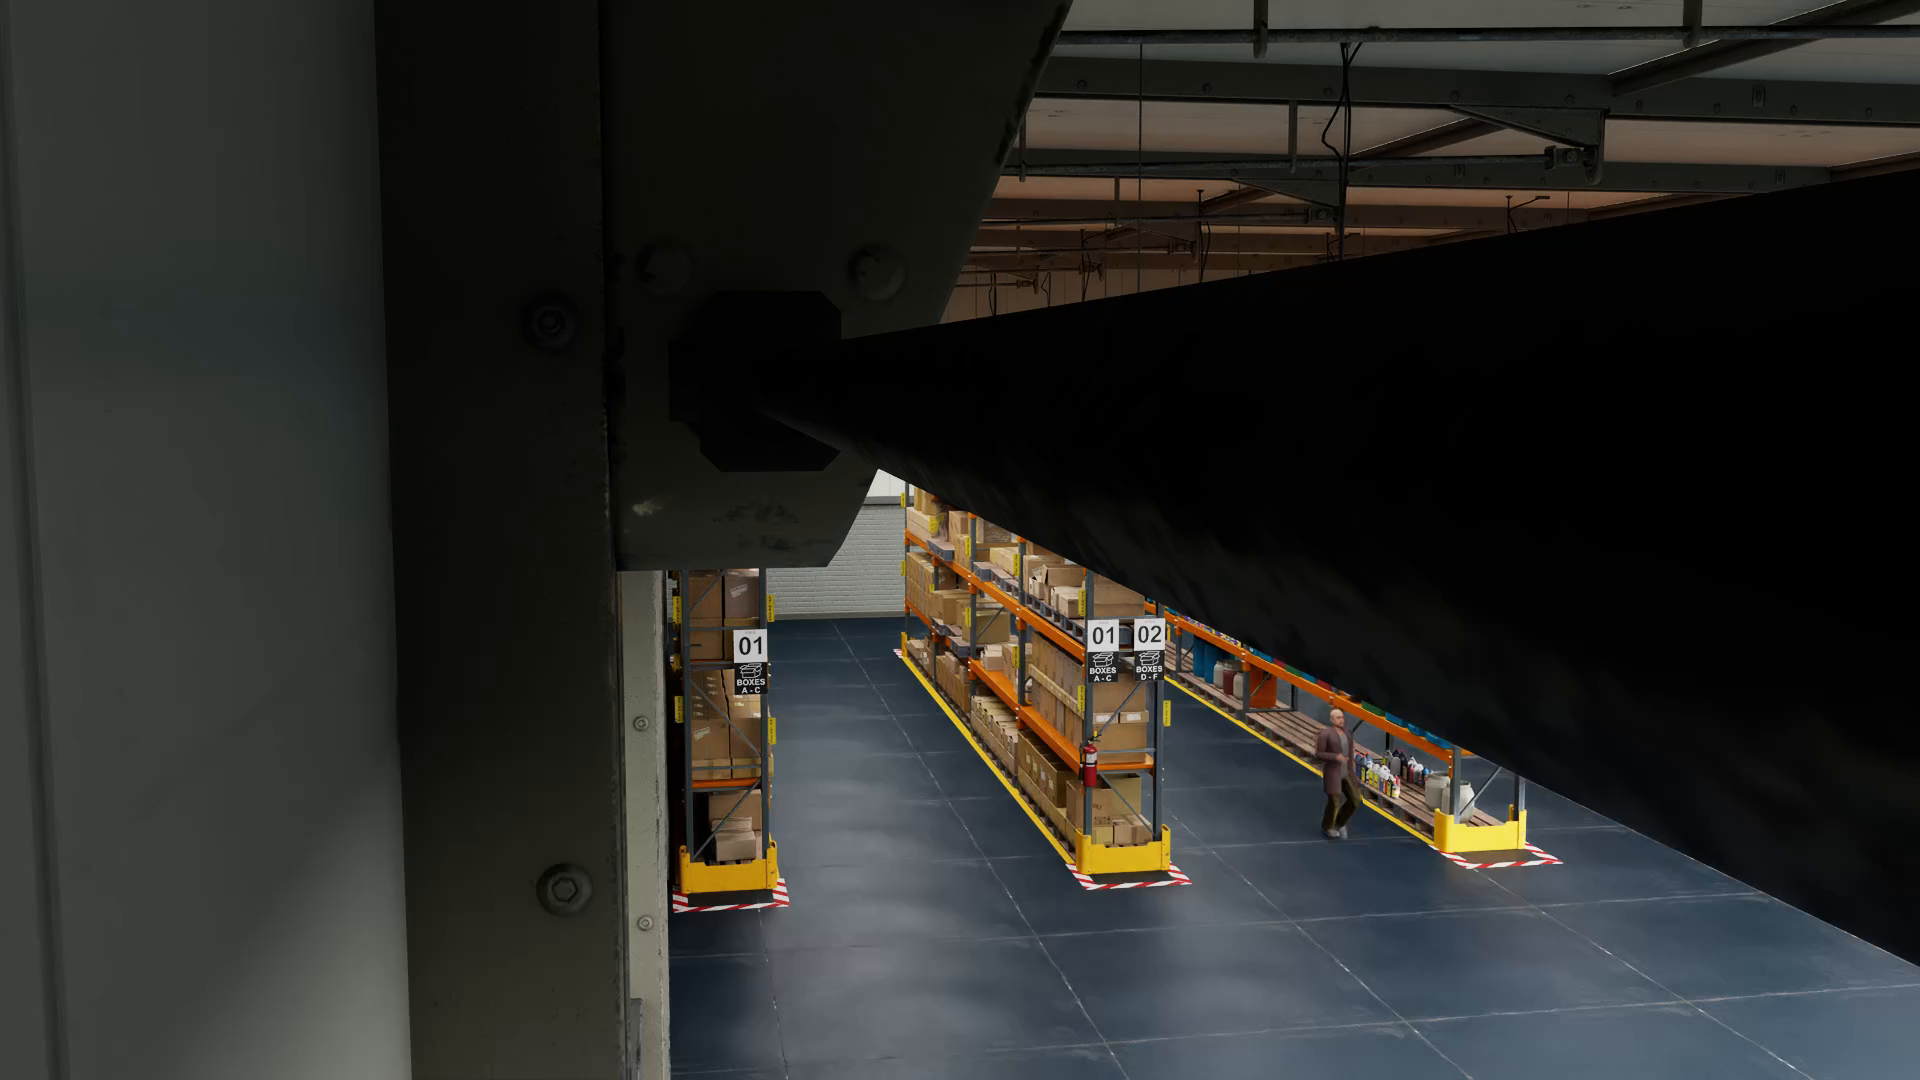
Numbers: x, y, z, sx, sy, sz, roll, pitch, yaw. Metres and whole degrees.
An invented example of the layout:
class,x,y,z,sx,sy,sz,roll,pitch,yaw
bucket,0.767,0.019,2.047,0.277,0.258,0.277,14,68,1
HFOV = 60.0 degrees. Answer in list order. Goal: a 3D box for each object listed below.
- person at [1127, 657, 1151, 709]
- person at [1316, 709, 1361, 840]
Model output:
class,x,y,z,sx,sy,sz,roll,pitch,yaw
person,3.132,2.585,29.001,0.524,1.467,0.537,-2,6,-15
person,5.095,3.155,22.241,0.691,1.777,0.695,-2,6,-22
